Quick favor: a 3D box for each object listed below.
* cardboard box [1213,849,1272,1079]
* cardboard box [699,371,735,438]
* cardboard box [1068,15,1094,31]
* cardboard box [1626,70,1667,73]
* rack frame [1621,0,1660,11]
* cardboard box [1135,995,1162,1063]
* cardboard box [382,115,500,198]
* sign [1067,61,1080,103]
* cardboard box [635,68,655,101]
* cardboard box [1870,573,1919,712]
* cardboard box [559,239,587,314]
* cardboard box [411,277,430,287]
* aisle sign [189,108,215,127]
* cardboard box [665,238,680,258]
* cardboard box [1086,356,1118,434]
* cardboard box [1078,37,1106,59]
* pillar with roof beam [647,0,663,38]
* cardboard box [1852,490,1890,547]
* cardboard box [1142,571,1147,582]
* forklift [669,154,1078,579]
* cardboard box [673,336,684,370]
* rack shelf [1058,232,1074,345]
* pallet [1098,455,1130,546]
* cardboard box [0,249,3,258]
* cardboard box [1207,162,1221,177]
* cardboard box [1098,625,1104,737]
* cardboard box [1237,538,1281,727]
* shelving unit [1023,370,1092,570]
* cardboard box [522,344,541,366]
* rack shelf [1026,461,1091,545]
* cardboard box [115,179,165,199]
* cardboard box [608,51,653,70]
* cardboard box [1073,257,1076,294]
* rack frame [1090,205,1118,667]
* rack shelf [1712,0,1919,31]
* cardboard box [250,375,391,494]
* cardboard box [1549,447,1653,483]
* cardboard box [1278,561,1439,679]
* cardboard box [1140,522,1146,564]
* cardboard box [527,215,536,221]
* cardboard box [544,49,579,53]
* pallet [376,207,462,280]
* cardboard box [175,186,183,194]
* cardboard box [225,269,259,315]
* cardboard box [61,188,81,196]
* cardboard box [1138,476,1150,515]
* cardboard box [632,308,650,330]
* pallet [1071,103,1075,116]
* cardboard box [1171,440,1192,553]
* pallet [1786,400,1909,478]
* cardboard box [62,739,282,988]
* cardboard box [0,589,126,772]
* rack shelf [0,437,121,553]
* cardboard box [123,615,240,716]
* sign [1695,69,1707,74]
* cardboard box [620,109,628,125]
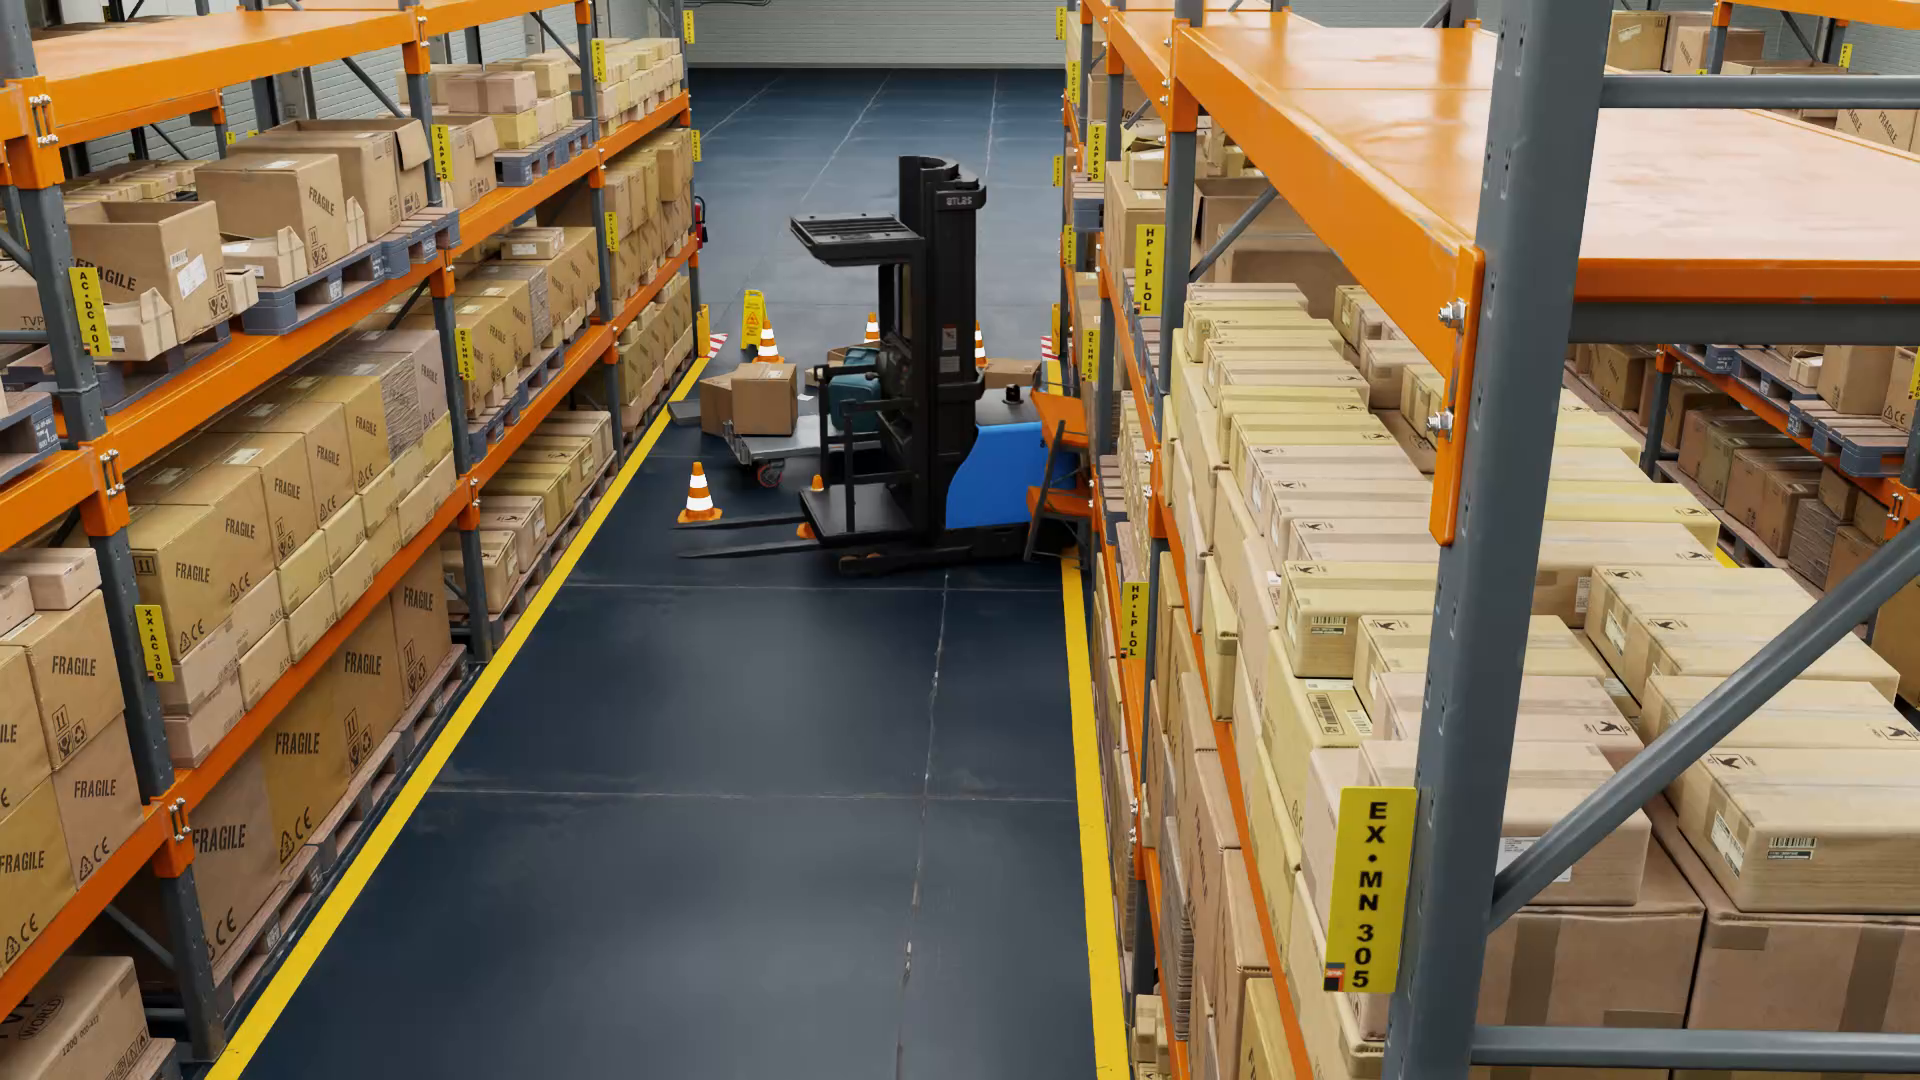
[{"bbox_3d":[0.900,1.115,4.078,0.500,0.500,0.500,2,21,4],"label":"cardboard box"},{"bbox_3d":[-2.081,-1.259,15.580,0.500,0.500,0.500,18,27,38],"label":"cardboard box"},{"bbox_3d":[1.255,-5.075,16.340,0.380,0.149,0.250,0,21,1],"label":"cardboard box"},{"bbox_3d":[6.279,-4.245,15.332,0.380,0.149,0.250,0,21,1],"label":"cardboard box"},{"bbox_3d":[6.554,-6.185,16.529,1.000,3.000,0.127,1,21,2],"label":"rack frame"},{"bbox_3d":[0.903,1.982,6.724,0.380,0.149,0.250,2,21,4],"label":"cardboard box"},{"bbox_3d":[-3.577,-2.603,11.302,0.797,0.503,0.637,1,21,2],"label":"cardboard box"},{"bbox_3d":[0.922,-3.715,13.486,0.100,0.325,0.005,1,21,2],"label":"sign"},{"bbox_3d":[-3.139,-4.224,15.419,0.500,0.250,0.500,1,21,2],"label":"cardboard box"},{"bbox_3d":[6.268,0.548,9.826,1.225,0.875,0.875,0,21,-1],"label":"cardboard box"},{"bbox_3d":[-3.272,-2.083,13.121,0.500,0.500,0.500,1,21,2],"label":"cardboard box"},{"bbox_3d":[-3.827,-1.883,11.708,0.380,0.149,0.250,0,21,-1],"label":"cardboard box"},{"bbox_3d":[-8.018,-4.783,17.616,0.394,0.787,0.004,1,21,2],"label":"aisle sign"},{"bbox_3d":[-3.053,-2.964,16.868,0.380,0.149,0.250,1,21,3],"label":"cardboard box"},{"bbox_3d":[1.117,-0.980,11.269,0.500,0.500,0.500,1,21,2],"label":"cardboard box"},{"bbox_3d":[1.170,-4.064,13.737,0.380,0.149,0.250,0,21,1],"label":"cardboard box"},{"bbox_3d":[-4.020,-16.905,44.158,9.100,9.000,0.400,1,21,2],"label":"pillar with roof beam"},{"bbox_3d":[6.301,-0.128,11.022,0.500,0.250,0.500,1,21,4],"label":"cardboard box"},{"bbox_3d":[1.076,0.260,7.980,0.380,0.149,0.250,0,21,-1],"label":"cardboard box"},{"bbox_3d":[-0.675,-1.293,12.308,3.031,2.935,1.130,-6,22,-14],"label":"forklift"},{"bbox_3d":[-3.131,-1.929,17.074,0.500,0.250,0.500,1,21,2],"label":"cardboard box"},{"bbox_3d":[1.538,-2.421,16.116,1.077,0.370,4.000,1,21,2],"label":"rack shelf"},{"bbox_3d":[1.440,-0.239,9.762,1.213,0.211,1.003,1,21,2],"label":"pallet"},{"bbox_3d":[-8.224,-2.327,13.846,0.380,0.149,0.250,1,21,3],"label":"cardboard box"},{"bbox_3d":[1.592,-1.823,9.295,0.500,0.500,0.500,1,21,2],"label":"cardboard box"},{"bbox_3d":[1.067,0.817,9.650,0.500,0.500,0.500,1,21,2],"label":"cardboard box"},{"bbox_3d":[0.905,0.205,3.724,0.500,0.250,0.500,1,21,2],"label":"cardboard box"},{"bbox_3d":[0.769,-0.536,12.541,0.538,1.125,1.048,8,24,-12],"label":"shelving unit"},{"bbox_3d":[-3.302,-1.383,12.213,0.380,0.149,0.250,1,21,3],"label":"cardboard box"},{"bbox_3d":[0.716,-0.319,12.640,0.538,0.278,1.000,8,24,-12],"label":"rack shelf"},{"bbox_3d":[-8.052,-3.444,16.312,0.380,0.149,0.250,1,21,3],"label":"cardboard box"},{"bbox_3d":[-3.080,-4.470,15.501,0.380,0.149,0.250,1,21,3],"label":"cardboard box"},{"bbox_3d":[1.471,-2.436,14.952,0.875,0.550,0.550,1,21,2],"label":"cardboard box"},{"bbox_3d":[1.356,-0.587,10.395,1.000,3.000,0.127,1,21,2],"label":"rack frame"},{"bbox_3d":[6.371,-3.494,11.141,1.077,0.370,4.000,1,21,2],"label":"rack shelf"},{"bbox_3d":[-3.379,-0.563,8.812,0.500,0.500,0.500,1,21,2],"label":"cardboard box"},{"bbox_3d":[1.426,-0.118,4.004,0.380,0.149,0.250,1,21,3],"label":"cardboard box"},{"bbox_3d":[0.841,0.157,3.295,0.380,0.149,0.250,1,21,2],"label":"cardboard box"},{"bbox_3d":[1.085,0.019,8.188,0.380,0.149,0.250,1,21,2],"label":"cardboard box"},{"bbox_3d":[-3.689,-2.774,15.481,0.500,0.500,0.500,1,21,3],"label":"cardboard box"},{"bbox_3d":[-3.711,-4.569,15.756,0.380,0.149,0.250,1,21,3],"label":"cardboard box"},{"bbox_3d":[-3.562,-1.682,9.331,1.213,0.211,1.003,2,21,4],"label":"pallet"},{"bbox_3d":[-8.110,-3.496,16.857,0.380,0.149,0.250,0,21,1],"label":"cardboard box"},{"bbox_3d":[-3.329,-1.097,7.306,0.380,0.166,0.250,-1,21,-2],"label":"cardboard box"},{"bbox_3d":[-8.617,-3.265,15.850,0.380,0.149,0.250,1,21,3],"label":"cardboard box"},{"bbox_3d":[1.098,-0.213,8.374,0.380,0.149,0.250,0,21,1],"label":"cardboard box"},{"bbox_3d":[-3.108,-2.058,15.473,0.380,0.149,0.250,1,21,4],"label":"cardboard box"},{"bbox_3d":[1.552,-4.126,15.492,1.003,0.211,1.213,1,21,2],"label":"pallet"},{"bbox_3d":[0.950,-0.123,5.261,0.500,0.250,0.500,0,21,1],"label":"cardboard box"},{"bbox_3d":[6.225,-0.665,10.862,1.213,0.211,1.003,1,21,2],"label":"pallet"},{"bbox_3d":[-3.778,1.411,7.602,0.875,0.875,0.875,1,21,3],"label":"cardboard box"},{"bbox_3d":[-3.455,0.502,6.067,0.500,0.500,0.500,0,21,1],"label":"cardboard box"},{"bbox_3d":[-3.778,0.502,4.437,1.077,0.370,4.000,1,21,2],"label":"rack shelf"},{"bbox_3d":[-3.422,0.522,7.052,0.500,0.250,0.500,0,21,0],"label":"cardboard box"},{"bbox_3d":[5.889,-3.585,13.259,0.100,0.325,0.005,1,21,2],"label":"sign"},{"bbox_3d":[-3.191,-3.814,14.912,0.380,0.149,0.250,0,21,0],"label":"cardboard box"}]
